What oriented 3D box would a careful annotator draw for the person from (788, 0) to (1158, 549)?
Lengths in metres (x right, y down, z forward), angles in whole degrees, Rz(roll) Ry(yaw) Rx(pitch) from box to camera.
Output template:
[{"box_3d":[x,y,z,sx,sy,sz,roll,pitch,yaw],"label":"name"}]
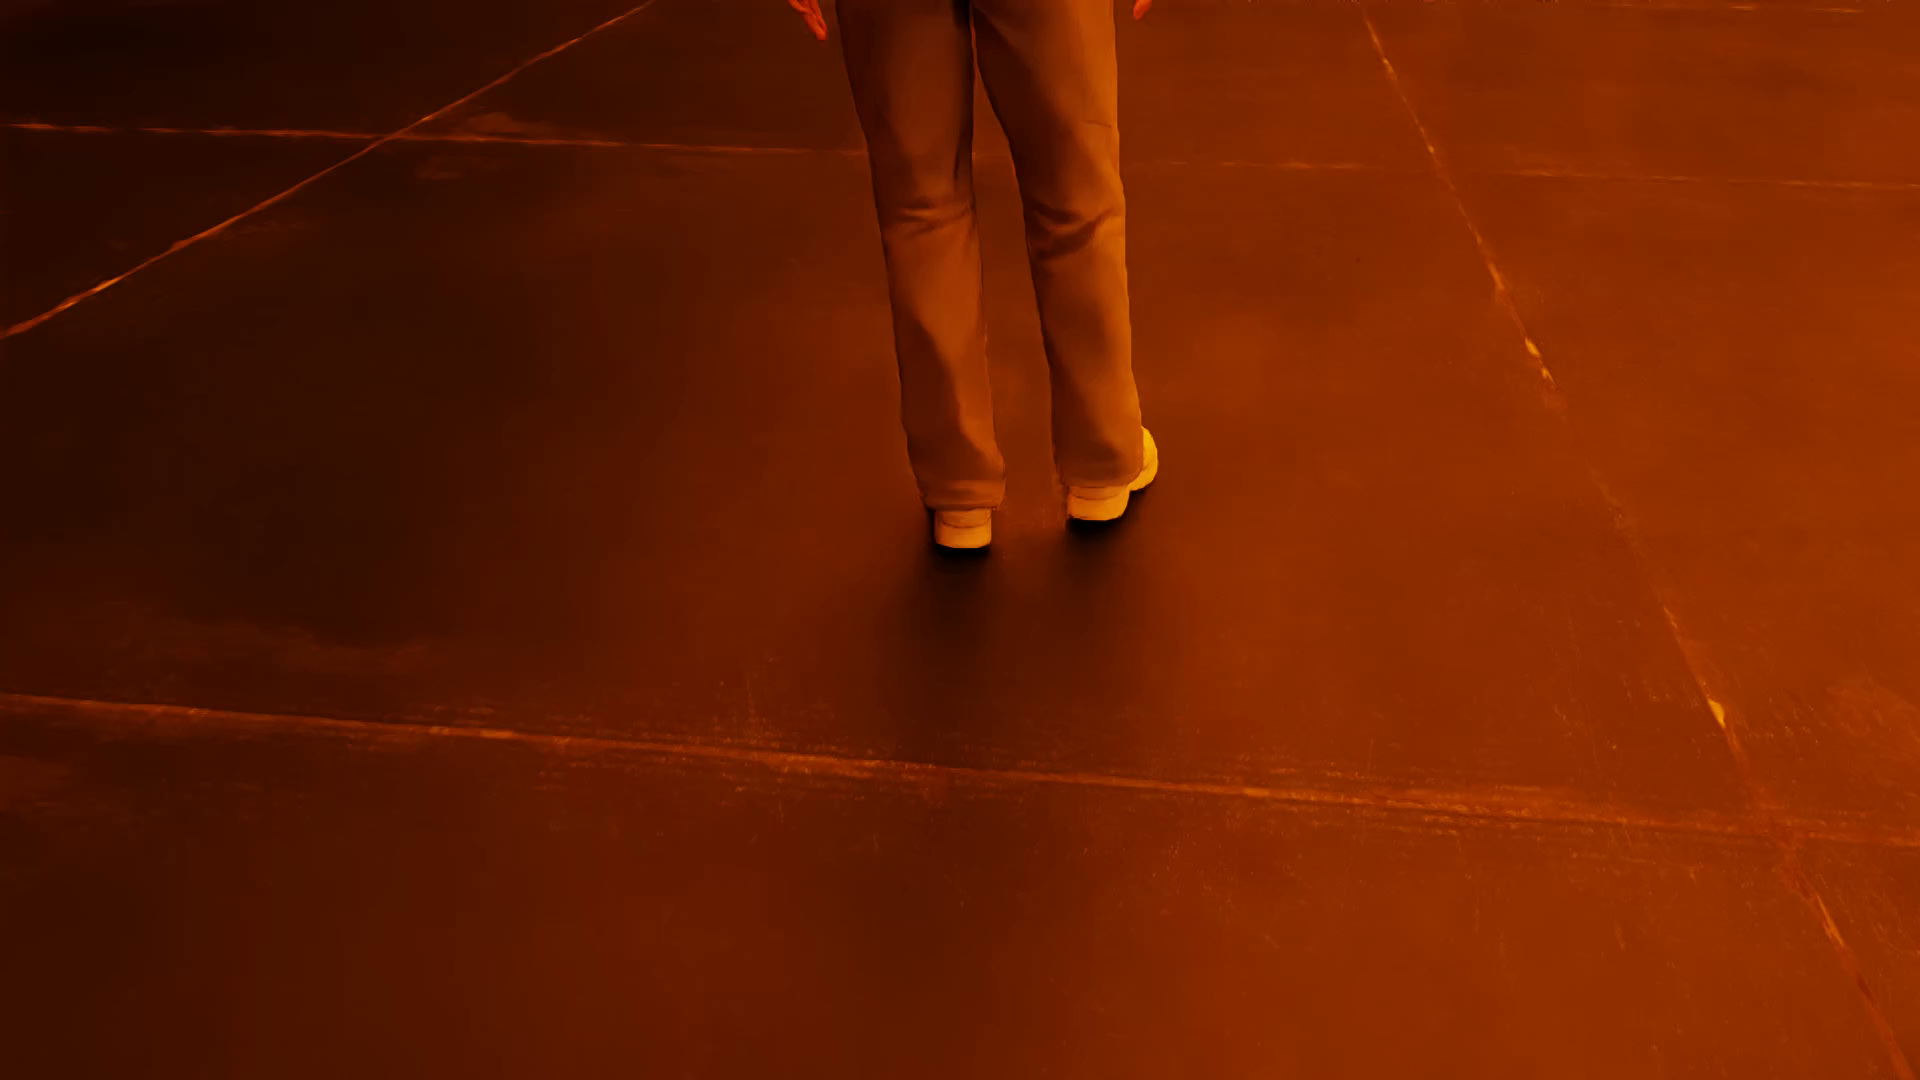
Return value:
[{"box_3d":[0.025,-0.685,2.256,0.550,1.427,0.516,3,27,7],"label":"person"}]
